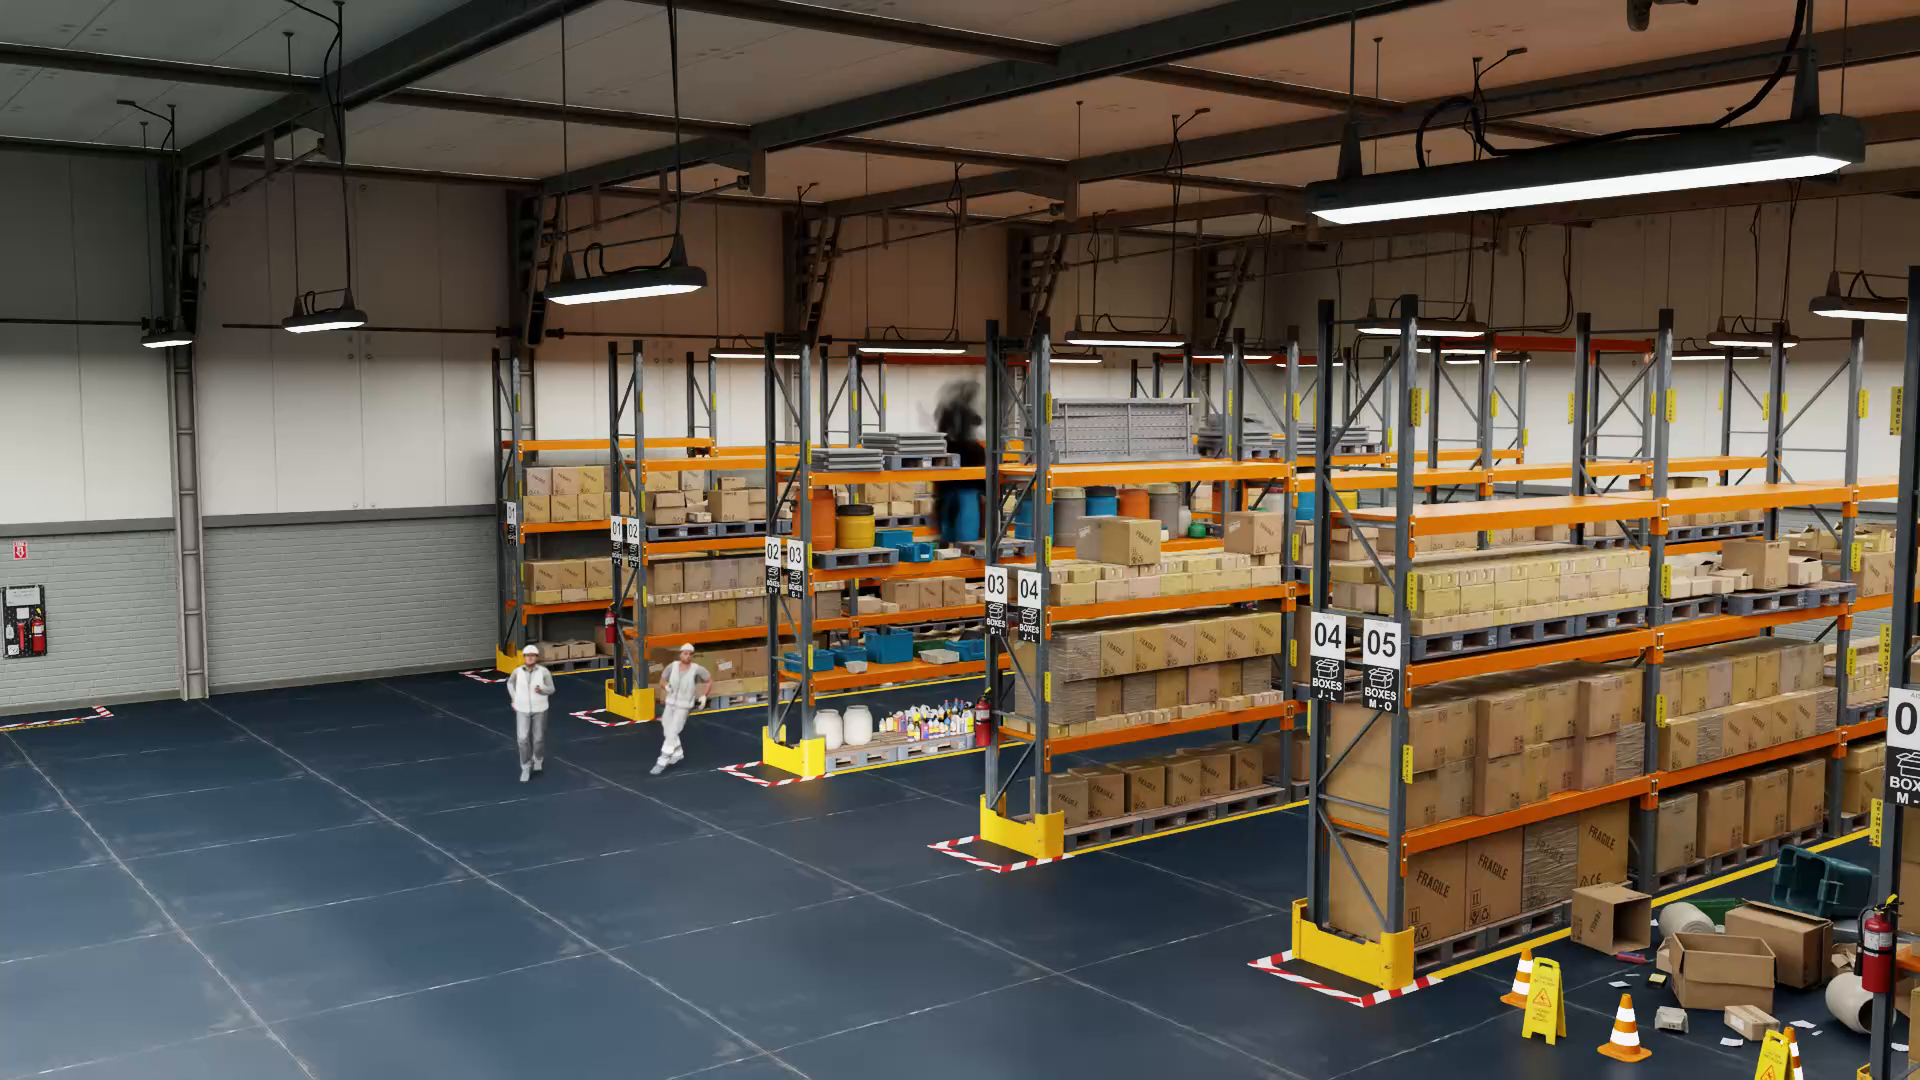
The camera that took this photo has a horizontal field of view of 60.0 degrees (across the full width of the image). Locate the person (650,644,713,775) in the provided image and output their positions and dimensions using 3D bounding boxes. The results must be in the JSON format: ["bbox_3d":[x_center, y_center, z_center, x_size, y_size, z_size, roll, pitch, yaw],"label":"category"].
[{"bbox_3d":[-3.821,2.290,22.697,0.666,1.745,0.865,2,5,18],"label":"person"}]

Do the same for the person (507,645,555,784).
[{"bbox_3d":[-5.761,2.318,22.342,0.643,1.823,0.736,-1,5,-11],"label":"person"}]

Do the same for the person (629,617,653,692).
[{"bbox_3d":[-5.472,1.803,28.681,0.713,1.672,0.629,5,7,43],"label":"person"}]
